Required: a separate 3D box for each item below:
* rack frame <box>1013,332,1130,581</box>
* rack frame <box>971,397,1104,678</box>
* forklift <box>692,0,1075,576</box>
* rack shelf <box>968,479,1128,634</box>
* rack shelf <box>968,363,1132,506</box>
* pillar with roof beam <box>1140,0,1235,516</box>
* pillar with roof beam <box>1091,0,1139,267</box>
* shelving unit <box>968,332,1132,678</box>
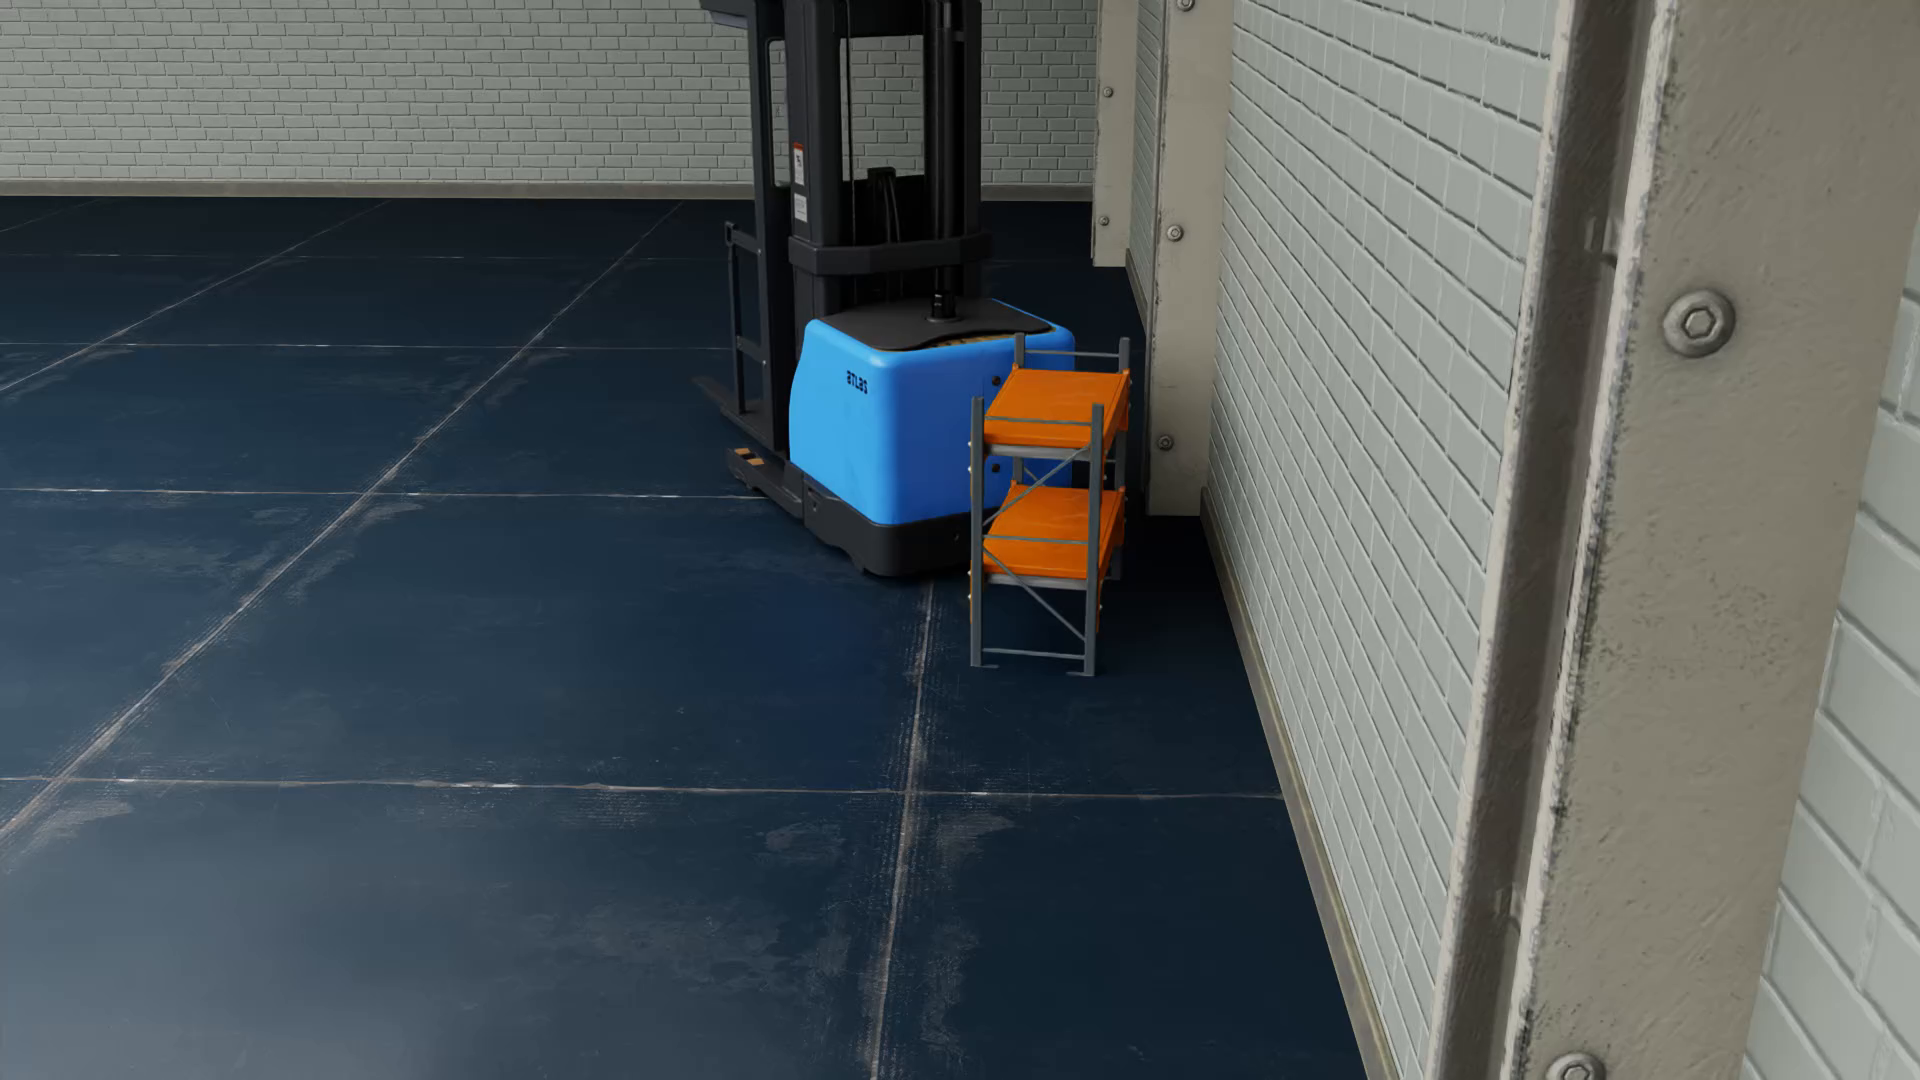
[{"bbox_3d":[0.486,-0.360,7.401,0.500,1.125,0.032,4,22,10],"label":"rack frame"},{"bbox_3d":[0.292,0.001,6.471,0.500,1.125,0.032,4,22,10],"label":"rack frame"},{"bbox_3d":[-0.593,-1.697,8.350,1.130,2.935,3.031,-11,24,-26],"label":"forklift"},{"bbox_3d":[0.389,0.049,7.025,0.538,0.278,1.000,4,22,10],"label":"rack shelf"},{"bbox_3d":[0.389,-0.452,6.830,0.538,0.278,1.000,4,22,10],"label":"rack shelf"},{"bbox_3d":[-3.211,-4.438,7.028,9.100,9.000,0.400,1,21,2],"label":"pillar with roof beam"},{"bbox_3d":[-3.028,-6.608,12.619,9.100,9.000,0.400,1,21,2],"label":"pillar with roof beam"},{"bbox_3d":[0.389,-0.179,6.936,0.538,1.125,1.048,4,22,10],"label":"shelving unit"}]
